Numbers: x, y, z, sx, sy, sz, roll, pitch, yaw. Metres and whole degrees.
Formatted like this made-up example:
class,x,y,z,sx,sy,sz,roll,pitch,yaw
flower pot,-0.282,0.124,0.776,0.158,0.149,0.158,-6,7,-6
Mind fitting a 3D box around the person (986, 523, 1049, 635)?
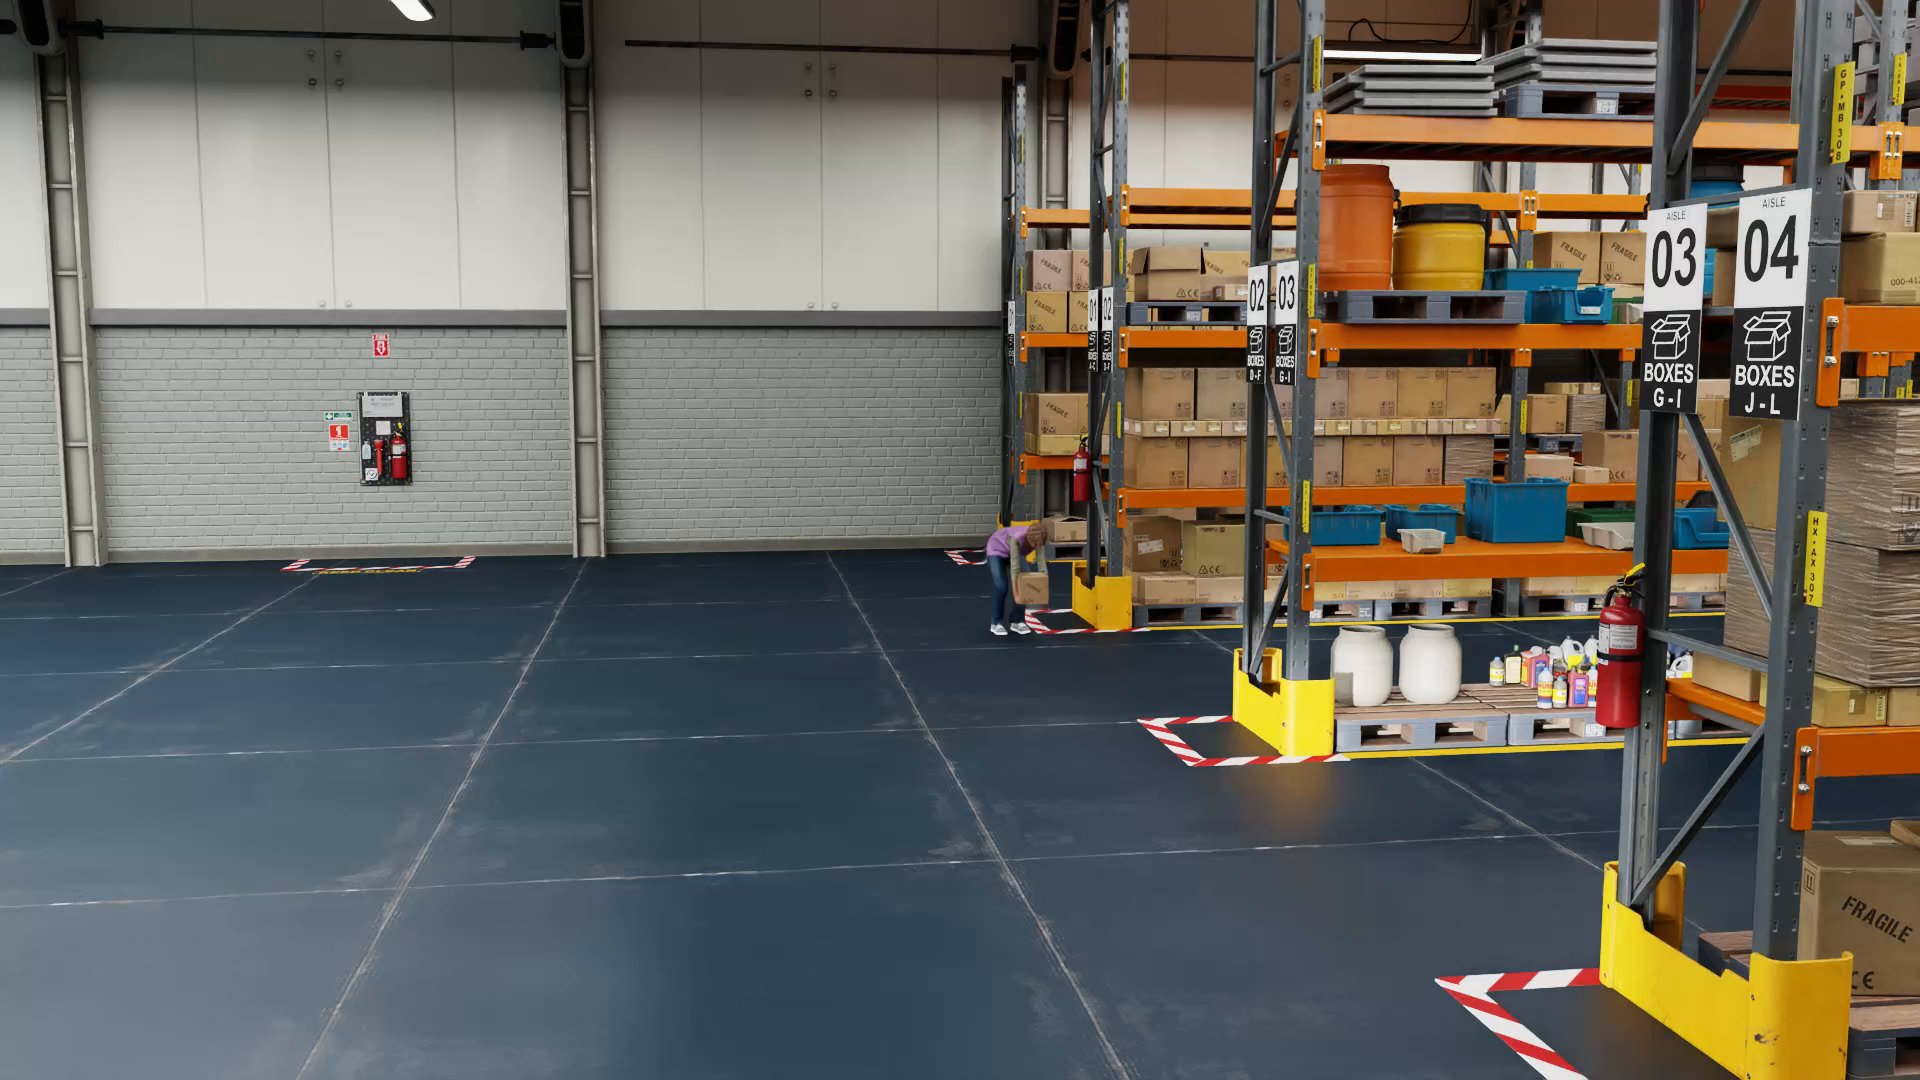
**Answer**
class,x,y,z,sx,sy,sz,roll,pitch,yaw
person,0.544,0.355,15.254,0.408,1.073,0.850,-4,8,-28
